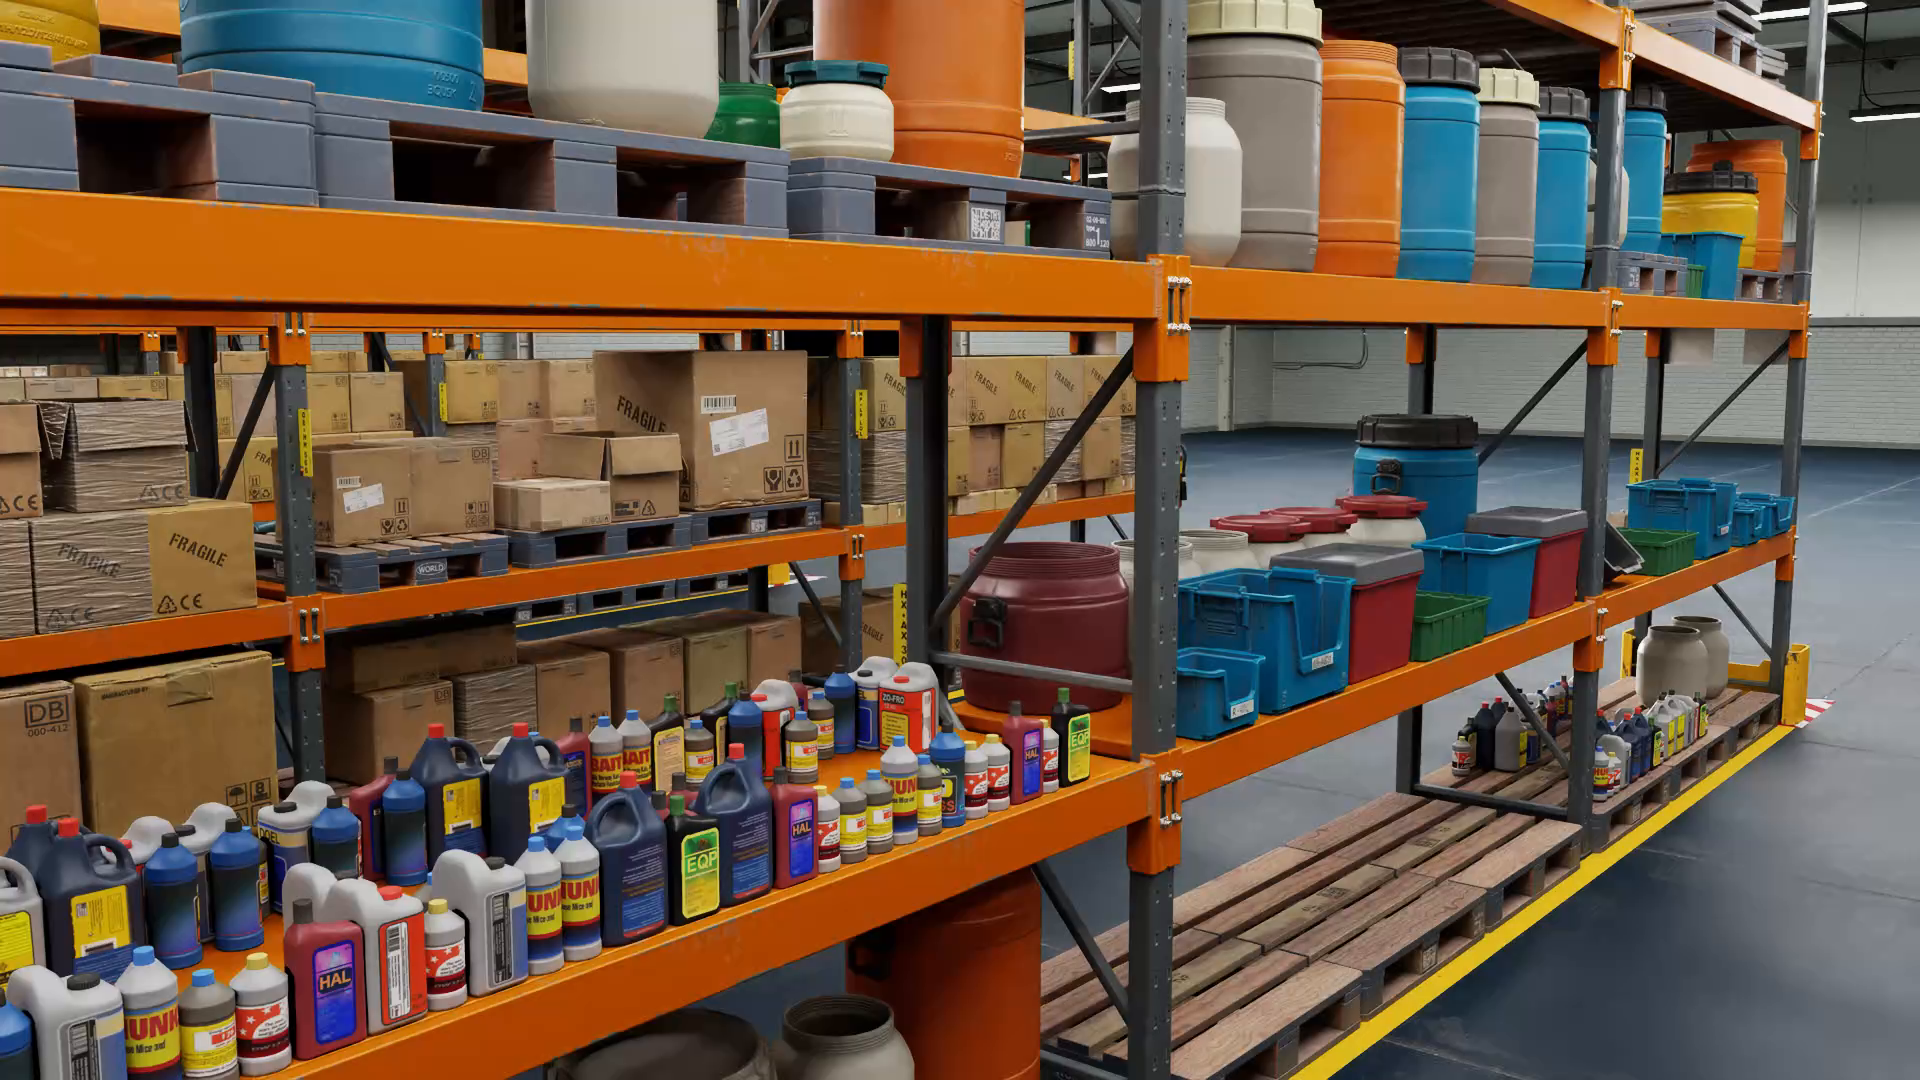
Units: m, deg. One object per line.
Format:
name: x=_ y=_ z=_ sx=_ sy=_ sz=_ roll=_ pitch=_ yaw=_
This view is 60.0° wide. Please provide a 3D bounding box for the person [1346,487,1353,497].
person: x=3.362 y=0.126 z=13.624 sx=0.436 sy=1.595 sz=0.406 roll=-2 pitch=7 yaw=-18
